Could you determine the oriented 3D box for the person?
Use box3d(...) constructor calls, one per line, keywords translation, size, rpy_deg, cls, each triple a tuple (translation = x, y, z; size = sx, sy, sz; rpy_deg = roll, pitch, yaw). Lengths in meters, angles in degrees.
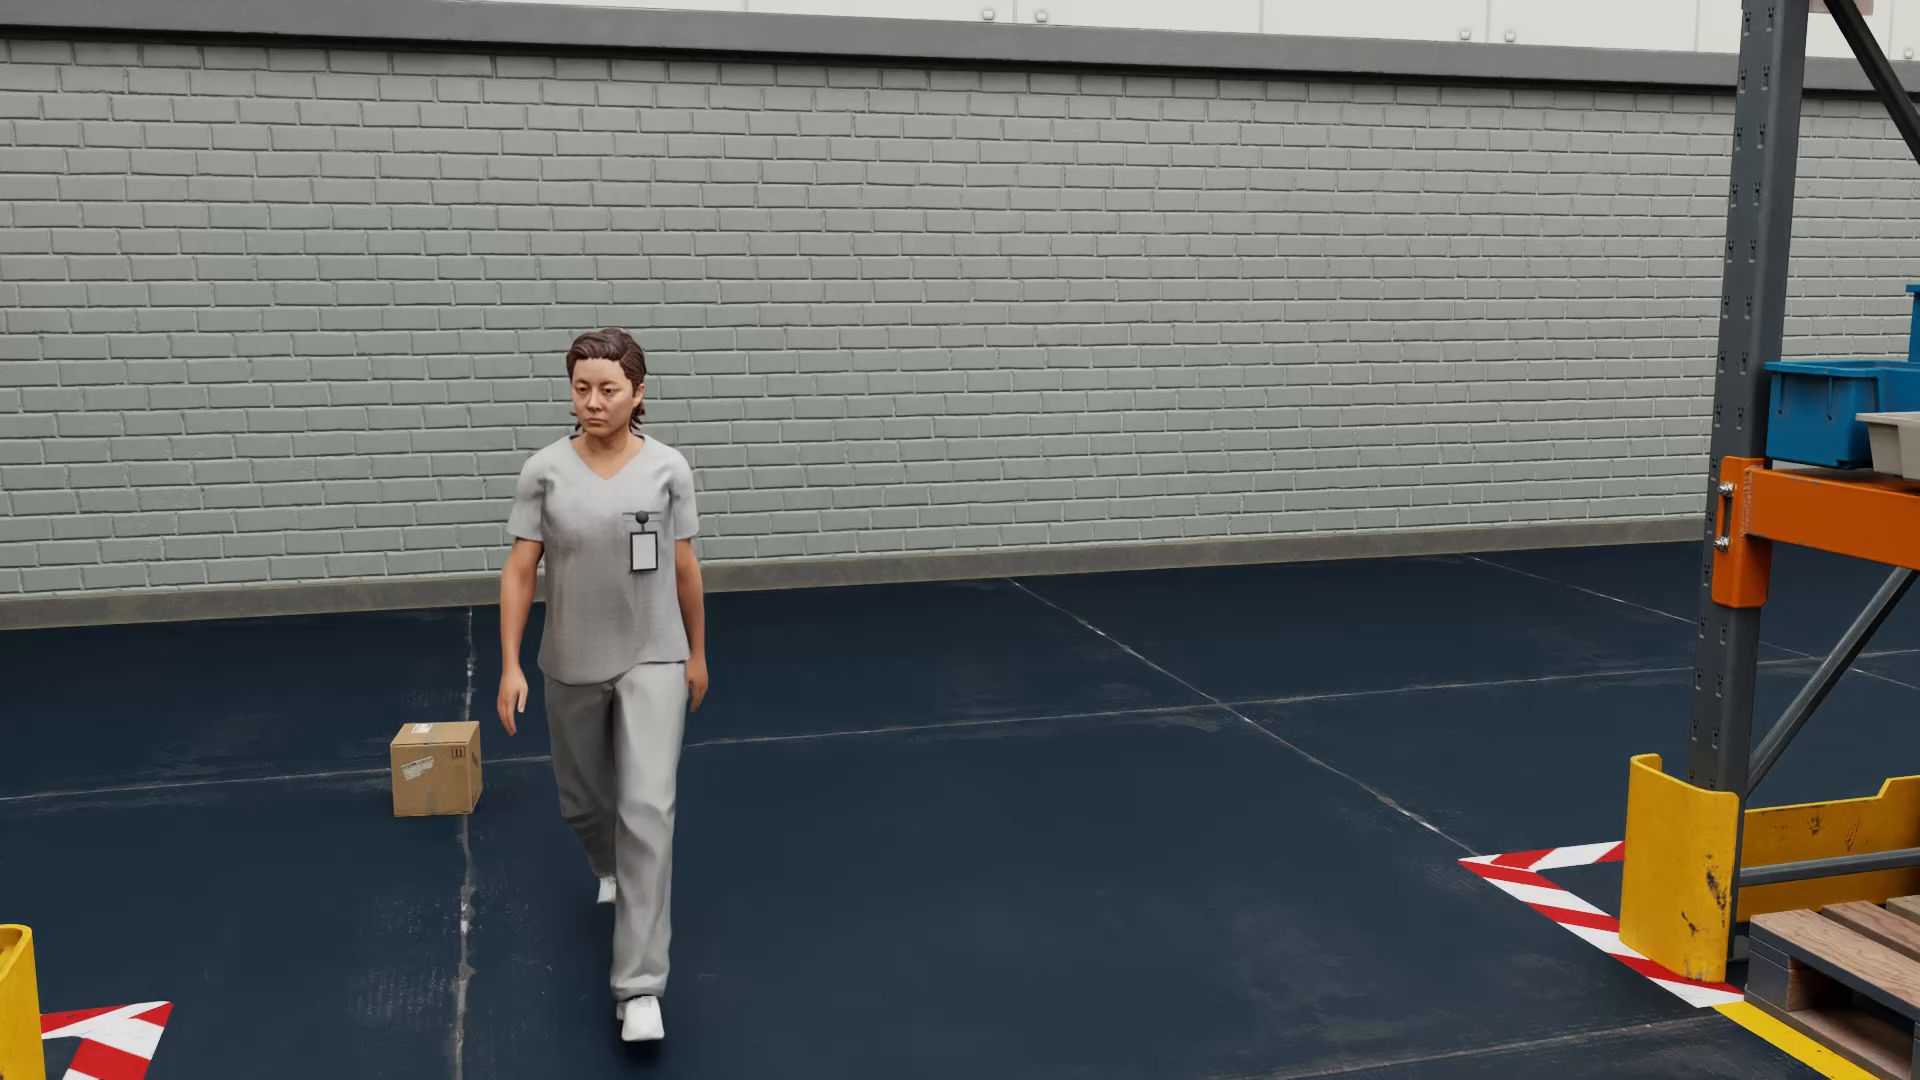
box3d(translation=(-0.872, 0.425, 4.104), size=(0.486, 1.372, 1.007), rpy_deg=(-1, 9, -5), cls="person")
